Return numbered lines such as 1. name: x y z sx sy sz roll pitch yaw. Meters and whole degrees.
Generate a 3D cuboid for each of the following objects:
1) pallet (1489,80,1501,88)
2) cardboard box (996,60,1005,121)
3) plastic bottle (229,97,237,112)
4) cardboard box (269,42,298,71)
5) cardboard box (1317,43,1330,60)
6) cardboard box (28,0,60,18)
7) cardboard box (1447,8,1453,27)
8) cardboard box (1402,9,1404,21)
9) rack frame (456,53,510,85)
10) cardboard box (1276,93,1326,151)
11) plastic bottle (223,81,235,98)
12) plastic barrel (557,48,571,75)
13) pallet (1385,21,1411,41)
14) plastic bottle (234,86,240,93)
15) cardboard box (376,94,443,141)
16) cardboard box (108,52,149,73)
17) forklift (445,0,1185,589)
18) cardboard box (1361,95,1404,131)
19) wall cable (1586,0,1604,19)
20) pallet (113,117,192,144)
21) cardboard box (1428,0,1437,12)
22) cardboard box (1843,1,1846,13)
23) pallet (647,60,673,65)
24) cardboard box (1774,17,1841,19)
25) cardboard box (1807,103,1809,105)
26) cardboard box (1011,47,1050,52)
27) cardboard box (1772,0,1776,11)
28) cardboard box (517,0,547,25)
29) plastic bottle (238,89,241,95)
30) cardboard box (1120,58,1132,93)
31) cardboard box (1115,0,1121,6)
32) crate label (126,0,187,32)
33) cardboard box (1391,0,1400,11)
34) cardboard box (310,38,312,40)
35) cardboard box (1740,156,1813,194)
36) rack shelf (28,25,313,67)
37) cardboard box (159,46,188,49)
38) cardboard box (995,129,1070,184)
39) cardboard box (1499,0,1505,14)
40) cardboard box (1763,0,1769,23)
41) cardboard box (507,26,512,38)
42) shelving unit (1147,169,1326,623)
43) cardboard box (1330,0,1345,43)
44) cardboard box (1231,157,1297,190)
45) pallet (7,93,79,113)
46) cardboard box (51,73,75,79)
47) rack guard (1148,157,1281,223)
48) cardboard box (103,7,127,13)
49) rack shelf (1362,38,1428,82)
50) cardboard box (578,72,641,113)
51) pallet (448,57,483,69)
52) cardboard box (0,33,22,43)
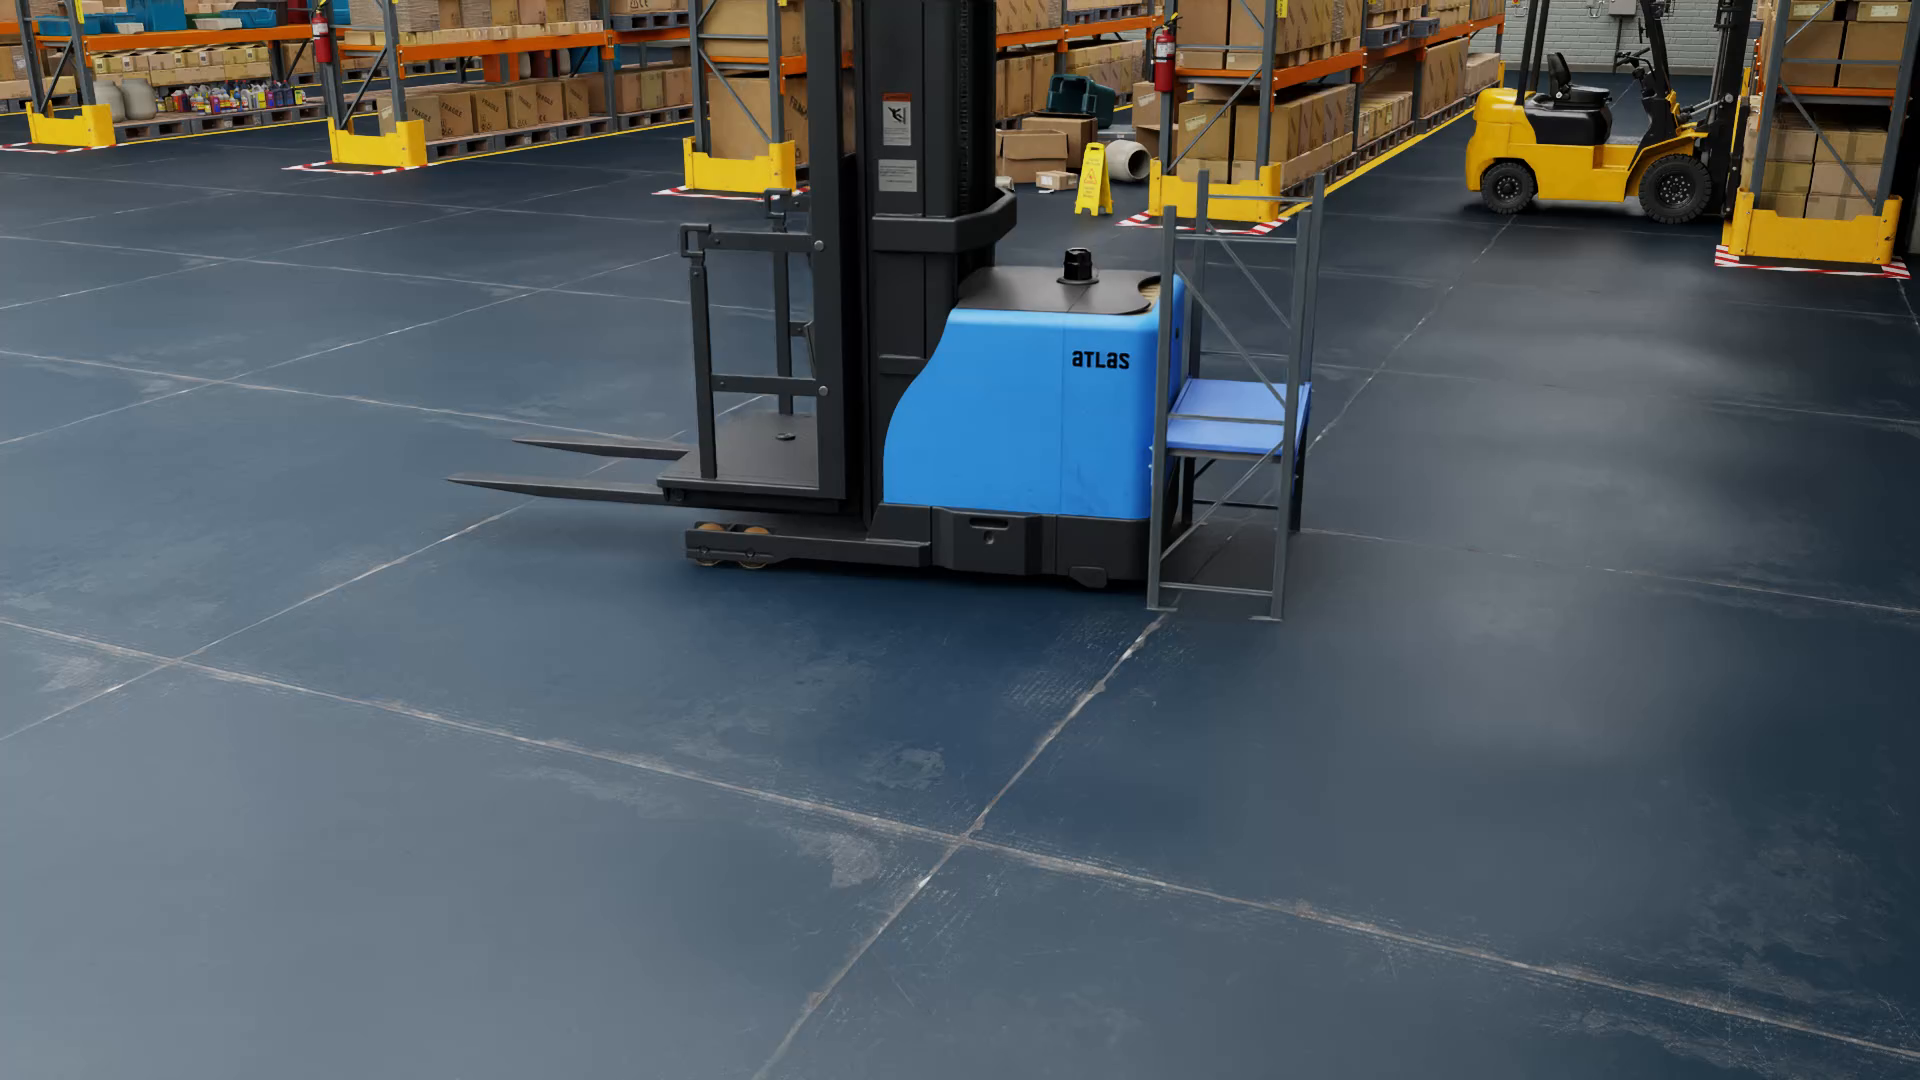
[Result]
1. pallet: 8.603 -7.708 28.328 1.003 0.211 1.213 9 21 23
2. cardboard box: -0.041 -5.892 21.789 1.050 0.750 0.750 9 21 23
3. plastic bottle: -10.004 -5.991 22.859 0.097 0.201 0.097 0 20 0
4. cardboard box: -12.325 -8.899 30.590 0.500 0.500 0.500 9 22 25
5. cardboard box: 3.474 -4.882 16.594 0.380 0.149 0.250 9 21 23
6. cardboard box: -14.308 -8.240 25.512 0.700 0.500 0.500 8 21 21
7. cardboard box: 6.627 -7.346 23.373 0.500 0.250 0.500 9 21 23
8. cardboard box: 5.102 -6.294 19.939 0.380 0.149 0.250 8 21 21
9. rack frame: -7.976 -8.871 27.436 1.000 3.000 0.127 9 21 23
10. cardboard box: 3.322 -4.170 16.576 0.500 0.500 0.500 9 21 24
11. plastic bottle: -10.401 -6.360 23.672 0.144 0.351 0.185 8 21 20
12. plastic barrel: -7.179 -8.579 29.700 0.421 0.512 0.421 0 20 0
13. pallet: 4.810 -6.130 20.017 1.003 0.211 1.213 9 21 23
14. plastic bottle: -10.273 -6.319 23.676 0.097 0.271 0.097 0 20 0
15. cardboard box: -6.463 -4.955 19.528 0.500 0.500 0.500 13 23 33
16. cardboard box: -13.525 -7.740 26.896 0.500 0.311 0.500 8 21 22
17. forklift: -0.630 -1.431 6.619 3.031 2.935 1.130 4 20 12
18. cardboard box: 5.048 -5.393 20.953 0.950 0.372 0.625 8 21 22
19. wall cable: 12.446 -11.292 32.727 0.588 1.984 0.122 9 21 23
20. pallet: -10.926 -5.389 21.807 1.003 0.211 1.213 9 21 23
21. cardboard box: 6.016 -7.118 21.983 0.500 0.250 0.500 8 21 22
22. cardboard box: 7.948 -4.677 14.526 0.380 0.149 0.250 8 21 21
23. pallet: -5.574 -9.384 33.041 1.003 0.211 1.213 9 21 23
24. cardboard box: 7.020 -4.097 13.863 0.500 0.500 0.500 9 22 24
25. cardboard box: 8.450 -4.125 16.077 0.500 0.250 0.500 9 21 24
26. cardboard box: 1.067 -7.098 24.437 0.500 0.250 0.500 8 21 21
27. cardboard box: 7.642 -4.912 15.187 0.380 0.149 0.250 8 21 22
28. cardboard box: -5.686 -6.712 20.773 0.875 0.500 0.500 9 21 23
29. plastic bottle: -9.993 -6.147 23.175 0.061 0.283 0.133 9 21 23
30. cardboard box: 2.380 -7.305 26.137 0.500 0.500 0.500 8 21 21
31. cardboard box: 2.261 -8.316 25.623 0.380 0.149 0.250 8 21 20
32. crate label: -10.745 -7.042 22.240 0.502 0.435 0.616 9 21 23
33. cardboard box: 4.819 -6.400 19.269 0.500 0.500 0.500 8 21 22
34. cardboard box: -14.556 -10.998 36.520 0.700 0.500 0.500 9 22 24
35. cardboard box: 6.752 -3.036 13.759 0.500 0.250 0.500 8 21 22
36. rack shelf: -10.433 -6.698 22.399 1.077 0.370 4.000 9 21 23
37. cardboard box: -13.394 -8.281 28.418 0.500 0.311 0.500 8 21 21
38. cardboard box: 0.717 -4.094 17.730 0.797 0.503 0.637 -5 20 -15
39. cardboard box: 8.903 -9.141 28.045 0.500 0.500 0.500 9 21 23
40. cardboard box: 9.272 -5.904 18.571 0.500 0.250 0.500 8 21 21
41. cardboard box: -5.715 -6.222 20.362 0.380 0.149 0.250 9 21 23
42. shelving unit: 1.072 -0.592 6.394 0.538 1.500 1.048 5 20 13
43. cardboard box: 3.577 -5.309 16.826 0.500 0.500 0.500 9 22 24
44. cardboard box: 2.890 -3.497 15.802 0.500 0.250 0.500 8 21 22
45. pallet: -14.496 -6.778 25.712 1.003 0.211 1.213 9 21 23
46. cardboard box: -14.226 -7.398 26.771 0.500 0.250 0.500 8 21 22
47. rack guard: 2.339 -3.232 15.309 1.175 0.500 0.348 9 21 23
48. cardboard box: -13.582 -8.453 26.637 0.380 0.149 0.250 9 21 23
49. rack shelf: 4.764 -5.881 20.103 1.077 0.370 4.000 9 21 23
50. cardboard box: -4.825 -6.183 22.952 0.700 0.500 0.500 7 21 19
51. pallet: -10.075 -10.045 34.899 1.003 0.211 1.213 9 21 23
52. cardboard box: -17.552 -9.220 30.373 0.500 0.250 0.500 9 21 24
